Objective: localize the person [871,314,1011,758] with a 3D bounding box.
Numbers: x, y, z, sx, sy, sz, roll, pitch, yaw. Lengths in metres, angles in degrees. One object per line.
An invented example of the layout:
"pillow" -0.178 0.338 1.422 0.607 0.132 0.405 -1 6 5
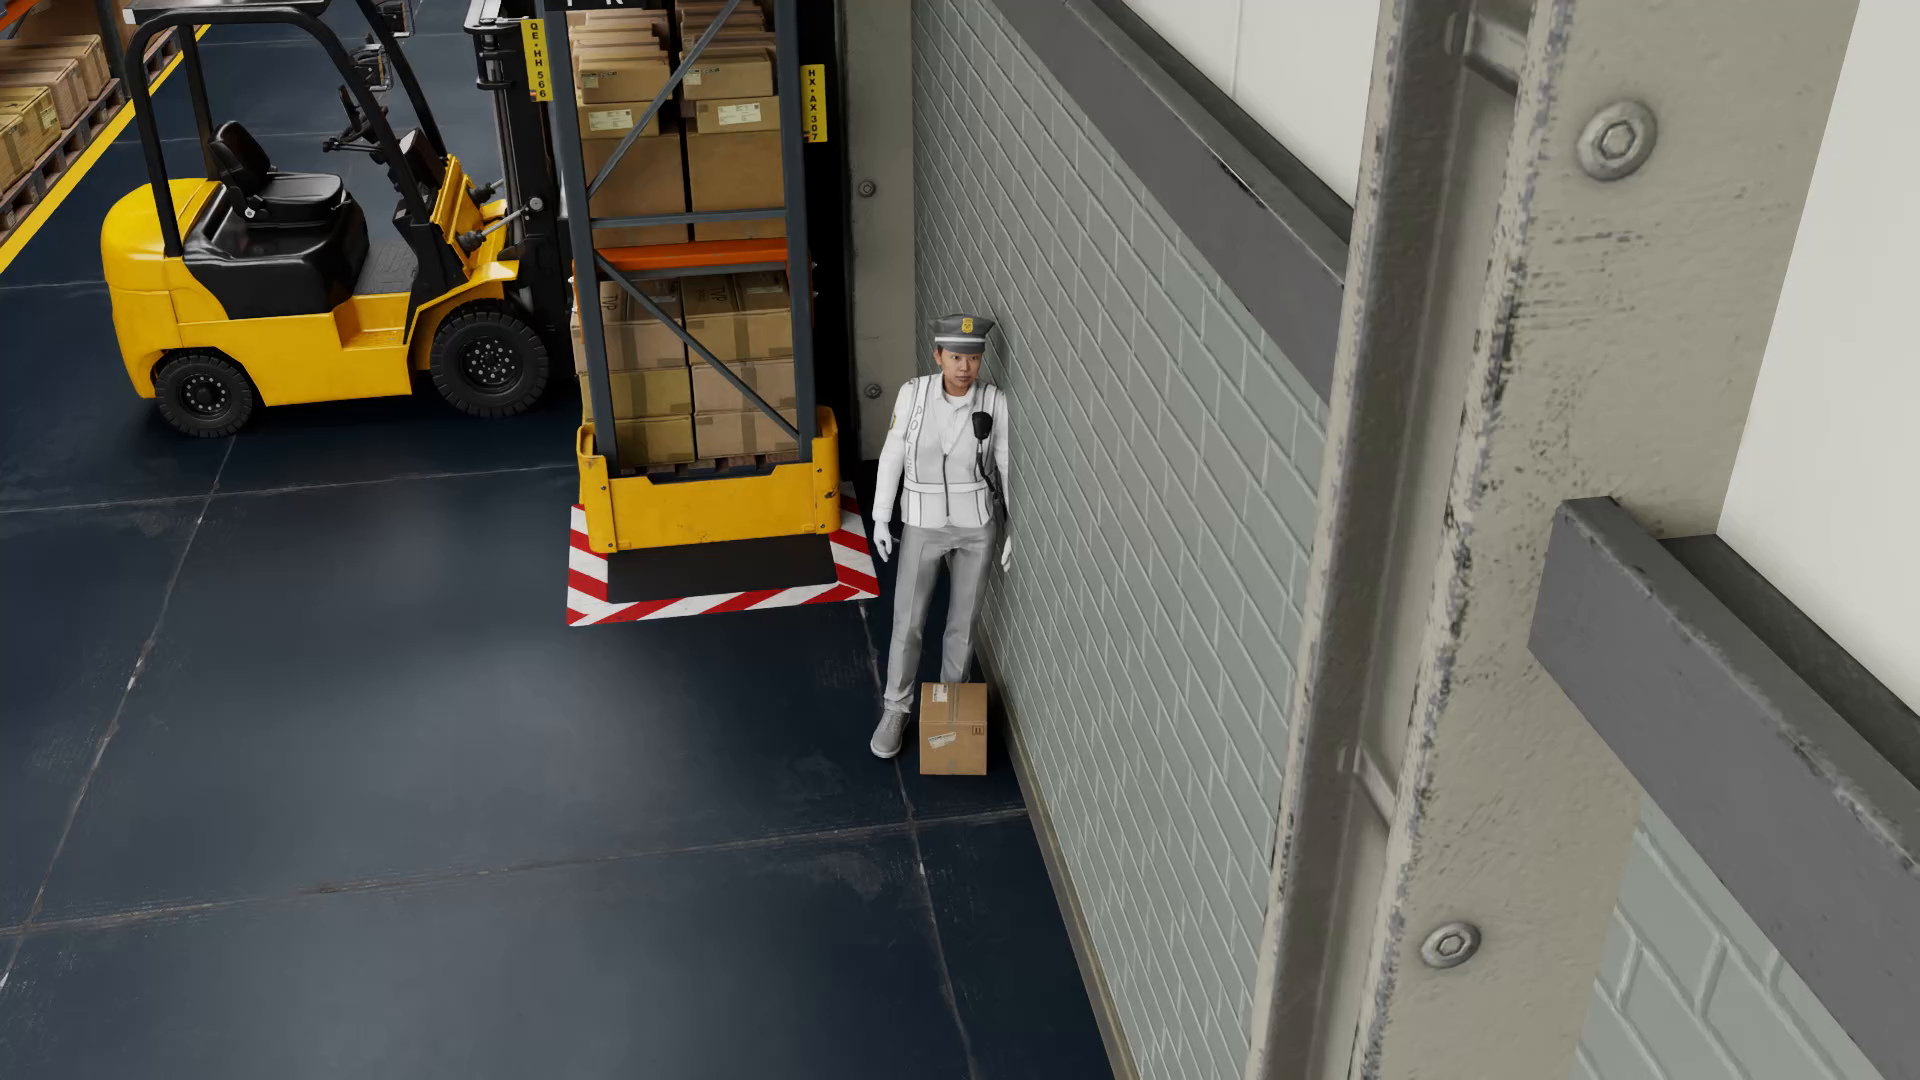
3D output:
"person" -0.041 -0.018 6.112 0.587 1.696 0.534 1 31 2
